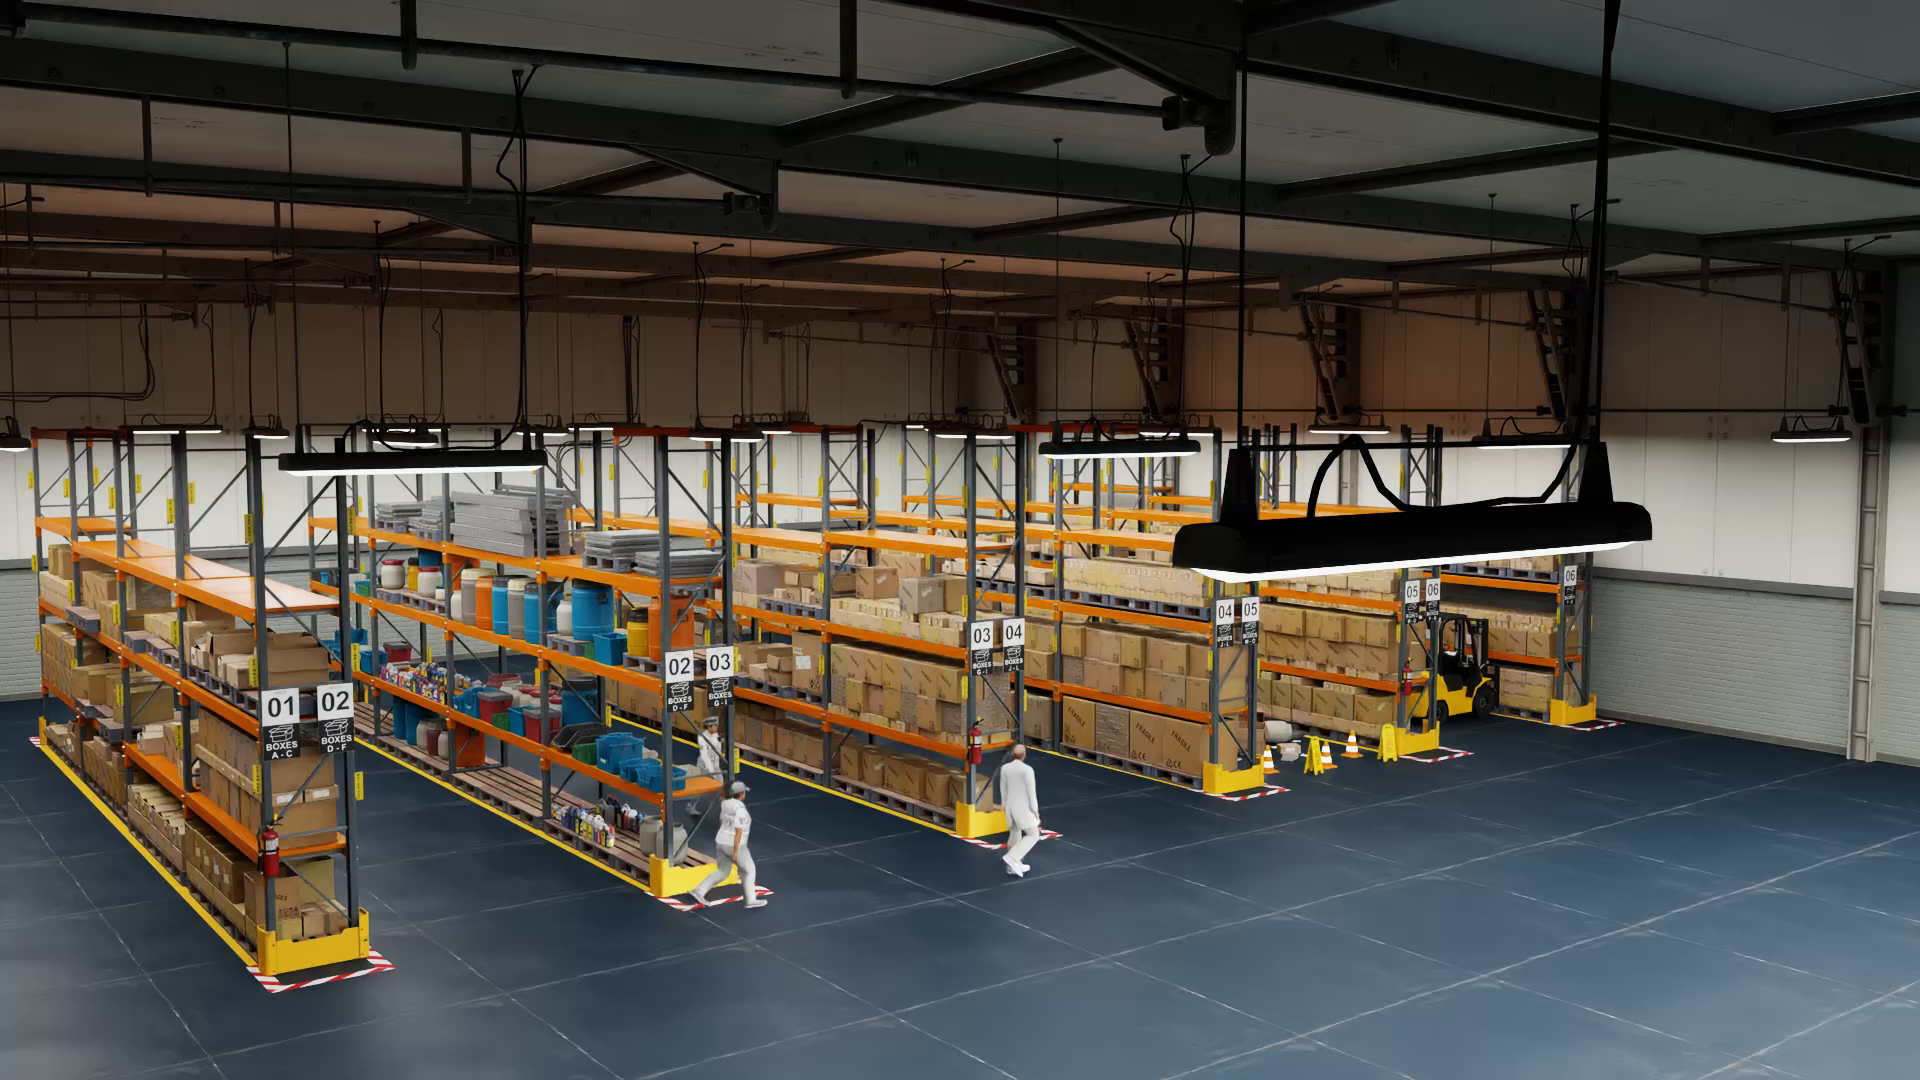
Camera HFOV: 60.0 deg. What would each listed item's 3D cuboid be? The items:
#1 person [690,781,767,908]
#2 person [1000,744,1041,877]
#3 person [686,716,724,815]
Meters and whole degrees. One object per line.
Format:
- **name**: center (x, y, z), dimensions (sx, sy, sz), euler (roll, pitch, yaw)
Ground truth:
- **person**: center (-2.920, 3.861, 21.000), dimensions (0.947, 1.613, 0.492), euler (-2, 5, -29)
- **person**: center (0.767, 3.653, 22.522), dimensions (0.567, 1.777, 0.598), euler (-4, 6, -38)
- **person**: center (-3.819, 3.508, 25.657), dimensions (1.067, 1.582, 0.466), euler (4, 6, 40)
